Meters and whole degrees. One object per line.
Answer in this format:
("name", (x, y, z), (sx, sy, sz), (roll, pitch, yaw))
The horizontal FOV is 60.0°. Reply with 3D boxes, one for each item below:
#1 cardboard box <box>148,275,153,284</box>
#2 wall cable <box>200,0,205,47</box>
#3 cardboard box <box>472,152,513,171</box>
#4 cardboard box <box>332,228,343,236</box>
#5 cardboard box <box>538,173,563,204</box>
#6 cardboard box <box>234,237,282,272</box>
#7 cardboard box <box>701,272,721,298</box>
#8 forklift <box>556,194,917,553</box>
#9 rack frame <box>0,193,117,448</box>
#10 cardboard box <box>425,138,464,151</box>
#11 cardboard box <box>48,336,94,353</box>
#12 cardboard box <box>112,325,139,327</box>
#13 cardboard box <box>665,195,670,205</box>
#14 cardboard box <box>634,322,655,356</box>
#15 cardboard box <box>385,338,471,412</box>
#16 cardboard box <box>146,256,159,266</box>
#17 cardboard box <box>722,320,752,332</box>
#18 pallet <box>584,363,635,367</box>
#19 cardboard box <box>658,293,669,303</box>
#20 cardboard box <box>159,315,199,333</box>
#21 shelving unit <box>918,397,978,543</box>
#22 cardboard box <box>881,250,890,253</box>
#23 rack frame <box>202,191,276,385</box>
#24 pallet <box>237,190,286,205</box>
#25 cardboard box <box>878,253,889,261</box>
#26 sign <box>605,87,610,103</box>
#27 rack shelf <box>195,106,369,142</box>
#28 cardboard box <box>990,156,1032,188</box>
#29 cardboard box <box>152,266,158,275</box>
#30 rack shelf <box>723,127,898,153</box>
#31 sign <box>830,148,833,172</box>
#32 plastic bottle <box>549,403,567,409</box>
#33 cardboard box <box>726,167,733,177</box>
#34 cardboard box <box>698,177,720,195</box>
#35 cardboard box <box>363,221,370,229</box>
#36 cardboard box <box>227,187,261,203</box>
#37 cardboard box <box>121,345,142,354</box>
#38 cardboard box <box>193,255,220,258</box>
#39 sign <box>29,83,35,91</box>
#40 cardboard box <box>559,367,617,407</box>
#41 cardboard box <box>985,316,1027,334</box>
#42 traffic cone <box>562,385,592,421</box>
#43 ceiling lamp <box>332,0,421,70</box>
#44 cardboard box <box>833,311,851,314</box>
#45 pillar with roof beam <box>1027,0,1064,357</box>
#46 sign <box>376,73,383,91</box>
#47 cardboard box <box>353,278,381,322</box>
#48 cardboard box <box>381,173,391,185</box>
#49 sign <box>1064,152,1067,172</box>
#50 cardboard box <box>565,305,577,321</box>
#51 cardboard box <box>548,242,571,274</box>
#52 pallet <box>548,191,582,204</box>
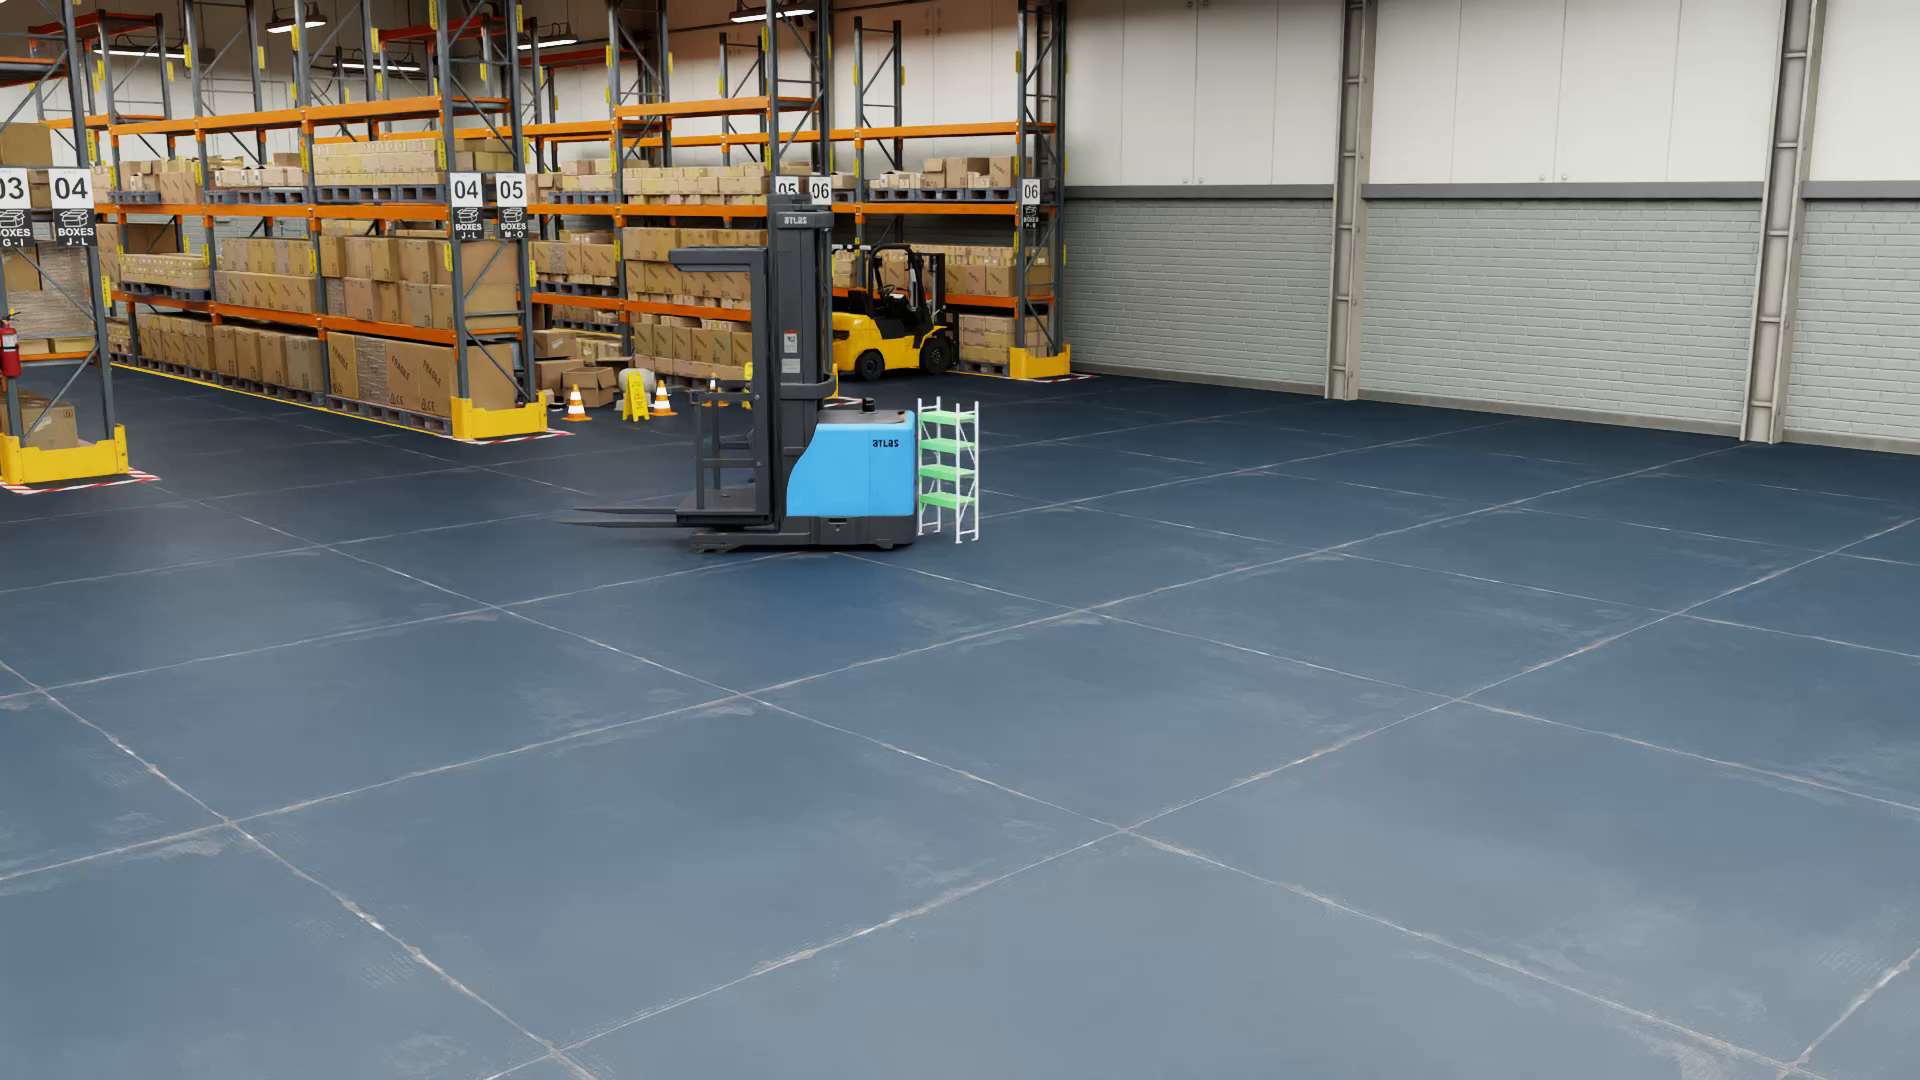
("cardboard box", (-13.225, -4.330, 27.576), (0.380, 0.149, 0.250), (-11, 16, -44))
("wall cable", (-18.210, -12.662, 37.214), (2.355, 3.000, 0.029), (-11, 16, -43))
("cardboard box", (-5.931, -4.709, 20.749), (0.500, 0.250, 0.500), (-11, 16, -43))
("cardboard box", (-12.474, -6.127, 33.993), (0.500, 0.500, 0.500), (-11, 16, -43))
("cardboard box", (-6.723, -5.980, 28.316), (0.797, 0.503, 0.637), (-11, 16, -43))
("cardboard box", (-10.655, -4.373, 25.478), (0.700, 0.500, 0.500), (-11, 16, -43))
("cardboard box", (-3.532, -3.894, 24.896), (0.500, 0.500, 0.500), (-11, 16, -43))
("forklift", (-1.897, -1.436, 14.119), (3.031, 2.935, 1.130), (0, 12, 0))
("rack frame", (-9.440, -2.131, 17.320), (1.000, 3.000, 0.127), (-11, 16, -43))
("cardboard box", (-6.261, -4.800, 20.202), (0.380, 0.149, 0.250), (-11, 16, -42))
("cardboard box", (-9.465, -2.083, 17.709), (0.380, 0.149, 0.250), (-11, 16, -43))
("cardboard box", (-15.009, -3.791, 29.928), (0.380, 0.149, 0.250), (-10, 15, -41))
("cardboard box", (-4.285, -5.213, 25.468), (0.250, 0.149, 0.380), (11, 16, 43))
("cardboard box", (-4.823, -3.198, 26.416), (0.500, 0.500, 0.500), (-10, 15, -40))
("cardboard box", (-6.908, -2.190, 21.833), (0.875, 0.875, 0.875), (-11, 16, -43))
("cardboard box", (-13.237, -4.622, 27.522), (0.380, 0.149, 0.250), (-10, 15, -40))
("cardboard box", (-3.317, -3.181, 24.723), (0.380, 0.149, 0.250), (-10, 15, -41))
("pallet", (-5.574, -2.843, 27.689), (1.003, 0.211, 1.213), (-11, 16, -43))
("cardboard box", (-4.486, -3.777, 25.932), (0.380, 0.149, 0.250), (-10, 15, -41))
("cardboard box", (-13.032, -3.610, 27.796), (0.500, 0.250, 0.500), (-10, 15, -40))
("shelving unit", (-0.102, -0.612, 14.406), (0.258, 1.200, 0.503), (-11, 16, -42))
("cardboard box", (-1.183, -5.189, 29.572), (0.380, 0.149, 0.250), (-11, 16, -42))
("rack frame", (-11.308, -3.975, 26.271), (1.000, 3.000, 0.127), (-11, 16, -43))
("pallet", (-10.050, -5.102, 24.777), (1.003, 0.211, 1.213), (-10, 15, -40))
("cardboard box", (-1.238, -5.034, 29.555), (0.380, 0.149, 0.250), (-10, 16, -41))
("sign", (-7.377, -9.317, 34.822), (0.100, 0.325, 0.005), (-11, 16, -43))
("rack shelf", (-9.927, -6.073, 24.361), (1.077, 0.370, 4.000), (-11, 16, -43))
("cardboard box", (0.833, -6.007, 27.167), (0.500, 0.500, 0.500), (-10, 15, -41))
("cardboard box", (-13.049, -4.437, 27.360), (0.380, 0.149, 0.250), (-11, 16, -44))
("rack shelf", (-2.829, -7.470, 31.141), (1.077, 0.370, 4.000), (-11, 16, -43))
("sign", (-1.880, -5.485, 23.999), (0.100, 0.325, 0.005), (-11, 16, -43))
("plastic bottle", (-5.703, -1.895, 23.459), (0.283, 0.061, 0.133), (6, 13, 26))
("cardboard box", (-3.198, -5.379, 24.297), (0.380, 0.149, 0.250), (-11, 16, -42))
("cardboard box", (-3.529, -5.239, 24.607), (0.500, 0.250, 0.500), (-10, 16, -41))
("cardboard box", (-11.658, -6.277, 33.114), (0.380, 0.149, 0.250), (-11, 16, -43))
("cardboard box", (-11.510, -5.613, 26.542), (0.500, 0.500, 0.500), (-11, 16, -43))
("cardboard box", (-14.587, -3.378, 29.397), (0.380, 0.149, 0.250), (-11, 16, -42))
("cardboard box", (-12.565, -4.672, 27.761), (0.380, 0.149, 0.250), (-11, 16, -43))
("sign", (-17.225, -8.501, 30.863), (0.100, 0.325, 0.005), (-11, 16, -43))
("cardboard box", (-5.317, -2.193, 23.807), (0.637, 0.503, 0.797), (1, 12, 6))
("cardboard box", (0.771, -3.576, 27.633), (0.500, 0.250, 0.500), (-10, 15, -41))
("traffic cone", (-5.123, -1.840, 22.196), (0.336, 0.463, 0.334), (-11, 16, -43))
("ceiling lamp", (-13.269, -12.403, 37.847), (2.000, 3.185, 0.800), (-11, 16, -43))
("cardboard box", (-1.816, -3.905, 30.776), (0.875, 0.625, 0.625), (-10, 15, -40))
("pillar with roof beam", (-1.628, -6.770, 24.969), (9.100, 9.000, 0.548), (-11, 16, -43))
("sign", (-10.978, -8.663, 31.450), (0.100, 0.325, 0.005), (-11, 16, -43))
("cardboard box", (-7.598, -3.240, 22.332), (0.875, 0.550, 0.550), (-11, 16, -43))
("cardboard box", (-7.135, -4.595, 21.180), (0.380, 0.149, 0.250), (-11, 16, -42))
("sign", (1.720, -6.217, 27.356), (0.100, 0.325, 0.005), (-11, 16, -43))
("cardboard box", (-8.526, -5.197, 37.356), (0.500, 0.500, 0.500), (-11, 16, -42))
("cardboard box", (-6.578, -4.756, 28.037), (0.500, 0.500, 0.500), (11, 16, 43))
("pallet", (-6.103, -5.729, 27.815), (1.213, 0.211, 1.003), (-11, 16, -43))
